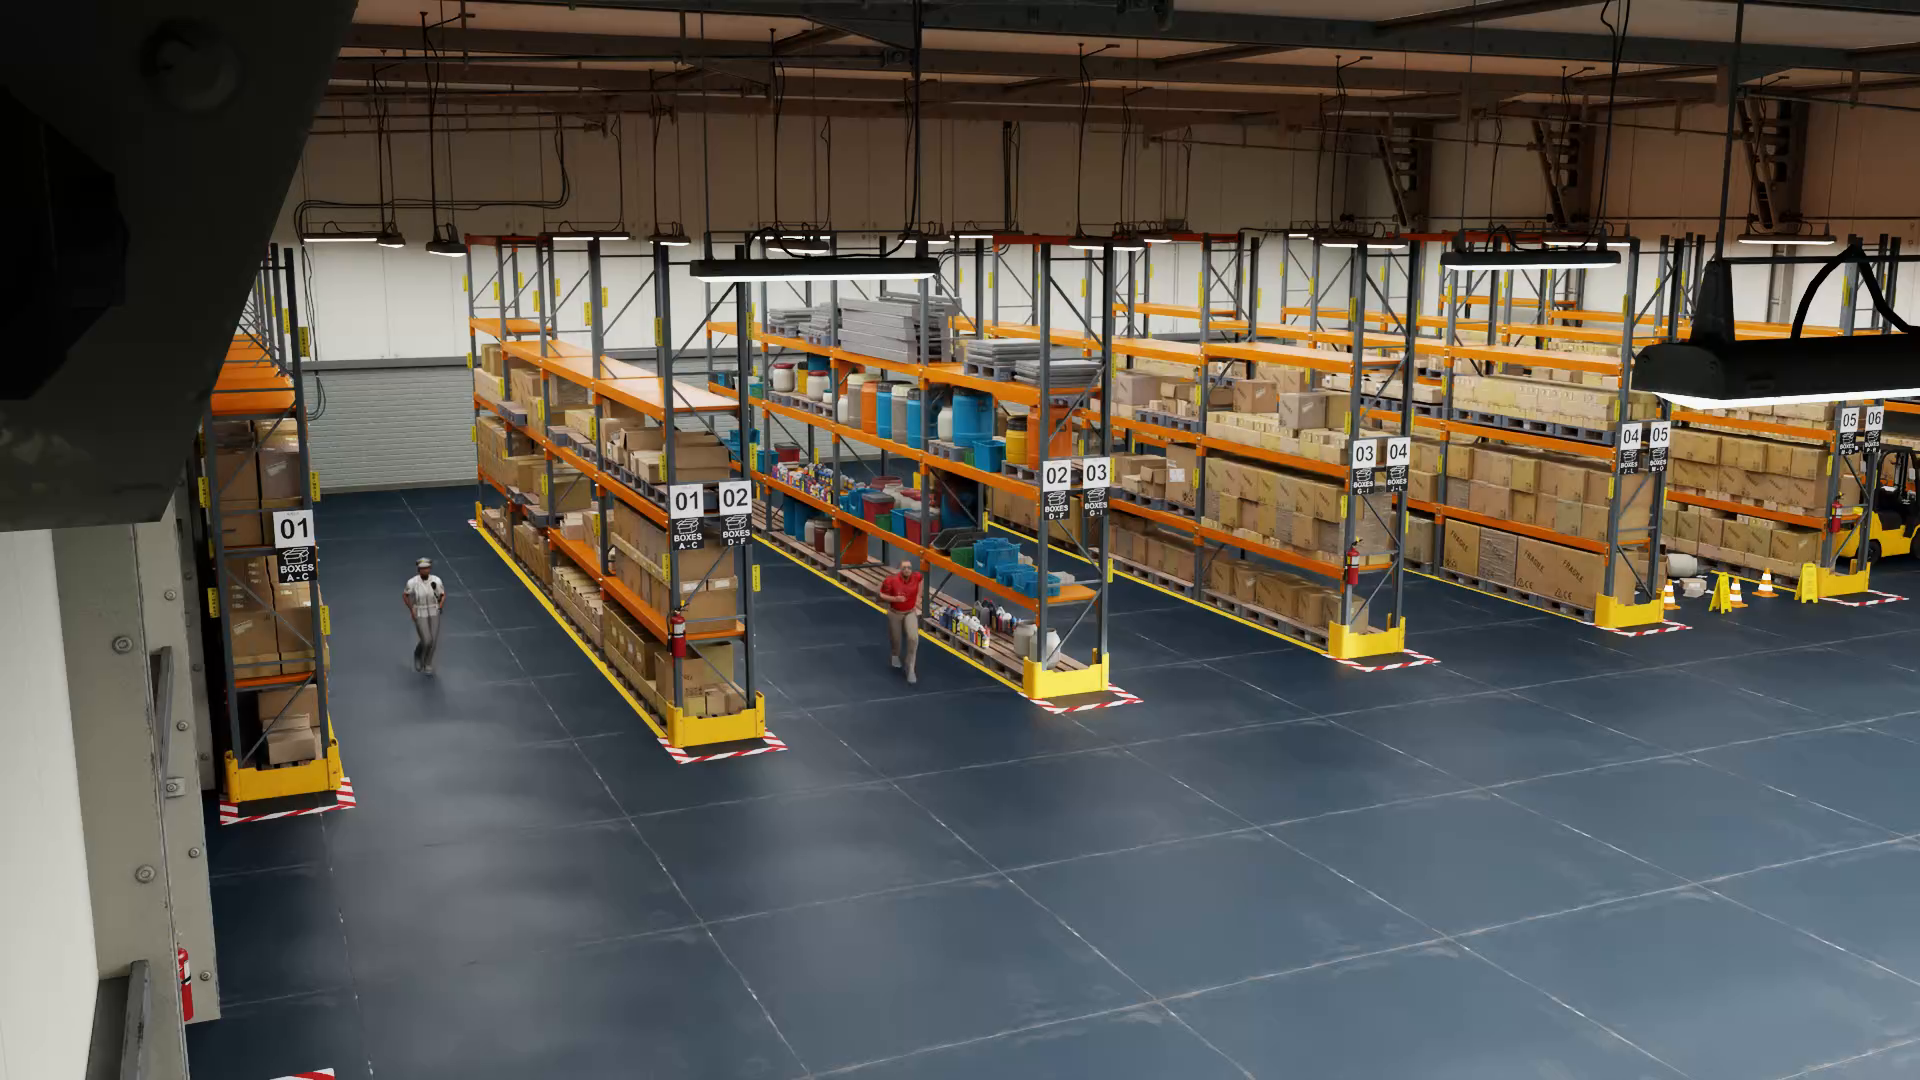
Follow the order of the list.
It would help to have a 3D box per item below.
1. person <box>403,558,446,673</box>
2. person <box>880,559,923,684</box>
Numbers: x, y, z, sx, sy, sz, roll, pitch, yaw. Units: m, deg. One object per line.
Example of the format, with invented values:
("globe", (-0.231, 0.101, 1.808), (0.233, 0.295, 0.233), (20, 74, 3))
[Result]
("person", (-7.441, 1.062, 23.262), (0.561, 1.667, 0.573), (-7, 13, -30))
("person", (-0.820, 1.036, 23.201), (0.655, 1.660, 0.987), (-2, 11, -10))
